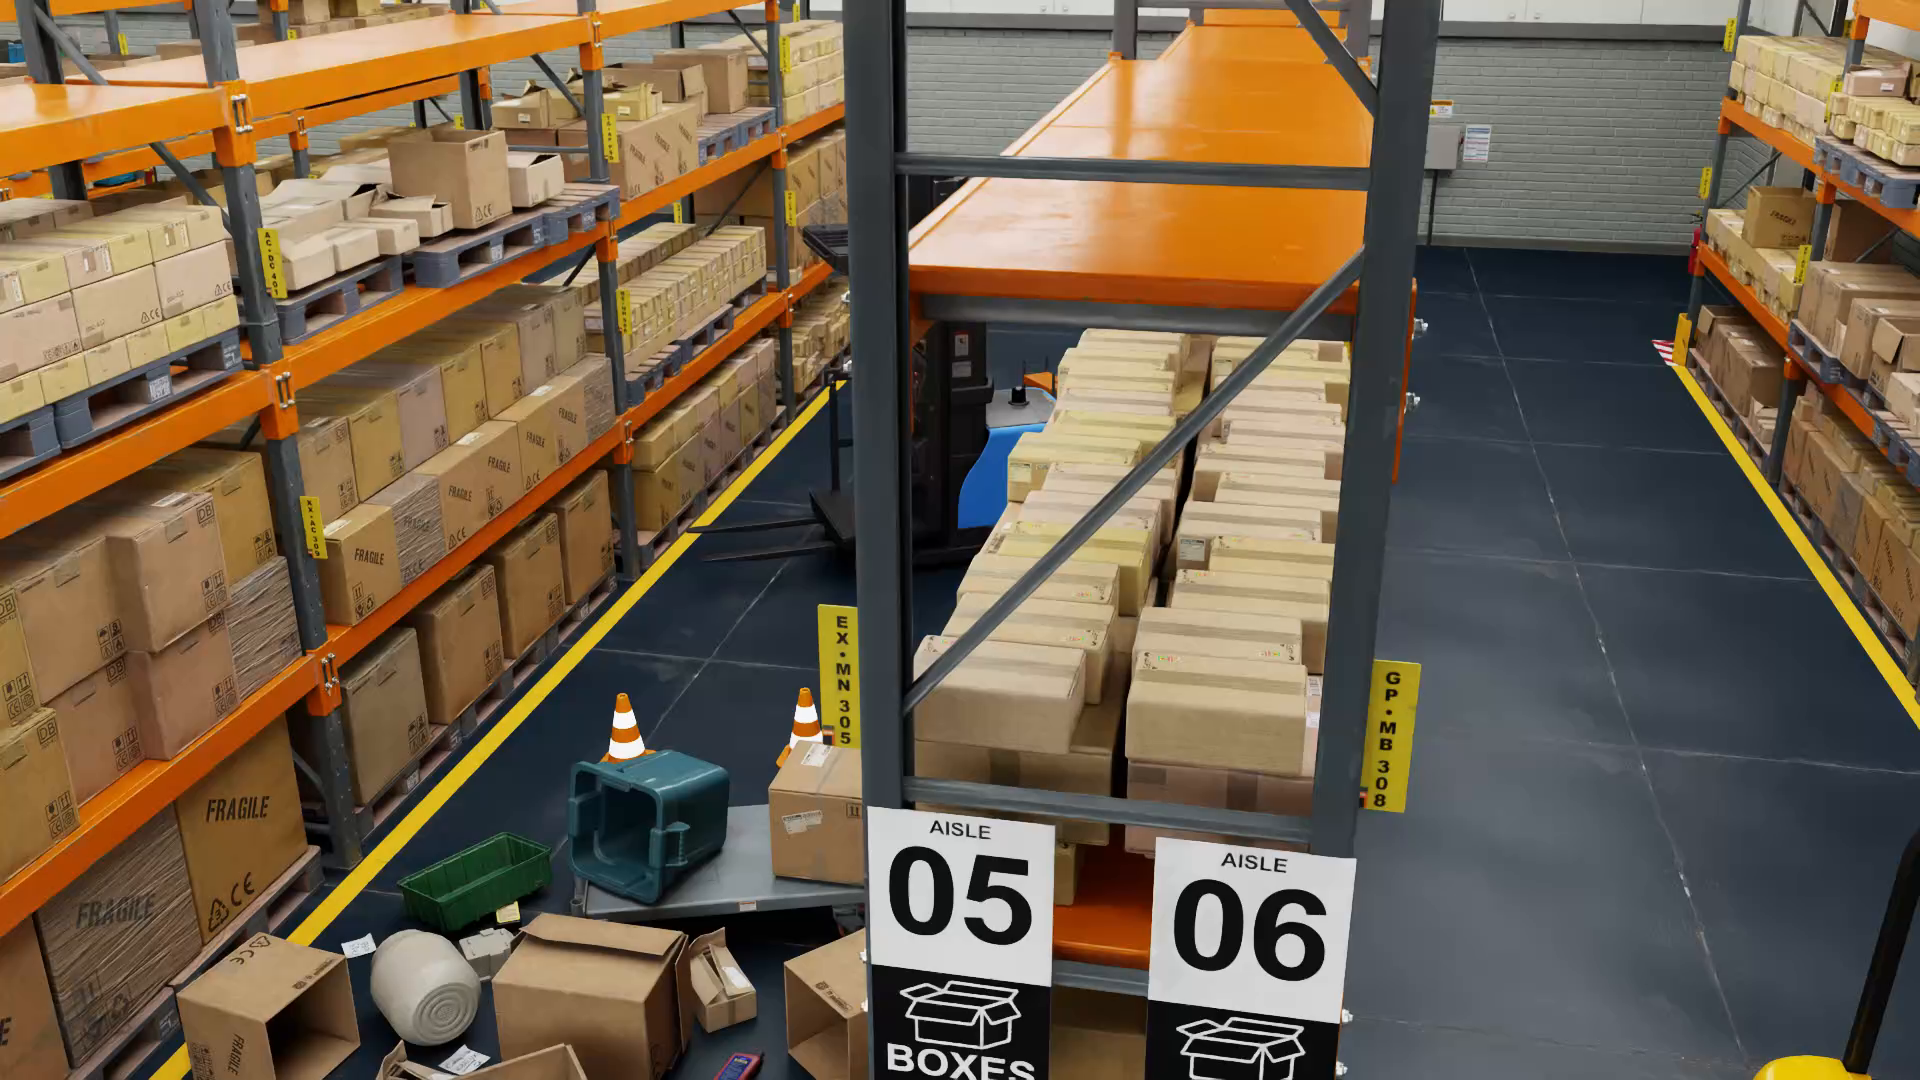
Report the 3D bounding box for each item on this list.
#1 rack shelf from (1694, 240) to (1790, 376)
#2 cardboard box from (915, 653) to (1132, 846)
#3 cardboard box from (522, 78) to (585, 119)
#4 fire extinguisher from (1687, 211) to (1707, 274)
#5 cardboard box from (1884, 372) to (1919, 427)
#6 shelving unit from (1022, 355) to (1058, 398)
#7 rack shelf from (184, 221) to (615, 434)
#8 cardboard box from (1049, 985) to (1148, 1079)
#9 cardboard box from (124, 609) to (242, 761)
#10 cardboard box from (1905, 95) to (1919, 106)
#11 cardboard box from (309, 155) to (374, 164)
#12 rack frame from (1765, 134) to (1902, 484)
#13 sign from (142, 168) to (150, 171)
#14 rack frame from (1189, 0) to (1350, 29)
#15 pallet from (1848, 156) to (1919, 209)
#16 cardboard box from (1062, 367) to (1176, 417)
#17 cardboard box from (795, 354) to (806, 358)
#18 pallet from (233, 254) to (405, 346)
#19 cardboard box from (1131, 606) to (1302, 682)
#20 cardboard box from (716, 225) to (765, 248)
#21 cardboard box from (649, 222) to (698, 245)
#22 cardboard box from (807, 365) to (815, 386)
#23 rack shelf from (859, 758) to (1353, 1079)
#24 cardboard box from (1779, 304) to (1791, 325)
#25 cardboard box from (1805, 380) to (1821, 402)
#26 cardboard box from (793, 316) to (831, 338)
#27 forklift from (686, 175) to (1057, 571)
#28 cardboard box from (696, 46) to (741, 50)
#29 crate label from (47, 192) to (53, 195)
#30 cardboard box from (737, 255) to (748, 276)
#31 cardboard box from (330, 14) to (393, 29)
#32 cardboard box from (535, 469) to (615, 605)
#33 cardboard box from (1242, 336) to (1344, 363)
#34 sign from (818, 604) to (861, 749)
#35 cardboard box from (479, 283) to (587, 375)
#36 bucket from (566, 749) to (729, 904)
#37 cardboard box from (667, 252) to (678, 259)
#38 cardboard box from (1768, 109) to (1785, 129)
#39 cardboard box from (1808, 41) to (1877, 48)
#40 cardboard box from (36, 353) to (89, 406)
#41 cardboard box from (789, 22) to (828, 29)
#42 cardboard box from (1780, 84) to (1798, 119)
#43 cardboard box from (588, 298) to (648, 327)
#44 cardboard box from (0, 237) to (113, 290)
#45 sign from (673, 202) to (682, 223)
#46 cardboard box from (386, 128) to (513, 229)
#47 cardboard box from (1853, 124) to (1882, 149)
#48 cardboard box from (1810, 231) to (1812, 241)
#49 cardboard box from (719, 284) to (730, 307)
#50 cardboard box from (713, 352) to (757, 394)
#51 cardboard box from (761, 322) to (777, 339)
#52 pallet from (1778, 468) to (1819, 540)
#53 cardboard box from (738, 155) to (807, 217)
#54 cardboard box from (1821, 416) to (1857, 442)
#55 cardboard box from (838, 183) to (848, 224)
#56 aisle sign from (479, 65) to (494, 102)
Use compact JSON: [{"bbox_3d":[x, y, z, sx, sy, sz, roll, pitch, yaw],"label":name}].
[{"bbox_3d":[8.014,-2.271,15.970,1.077,0.370,4.000,4,22,11],"label":"rack shelf"},{"bbox_3d":[0.138,0.471,3.986,0.500,0.250,0.500,4,22,10],"label":"cardboard box"},{"bbox_3d":[-3.019,-3.277,12.331,0.396,0.266,0.258,4,22,11],"label":"cardboard box"},{"bbox_3d":[8.000,-3.216,17.957,0.296,0.674,0.183,4,22,11],"label":"fire extinguisher"},{"bbox_3d":[6.688,-0.946,11.356,0.500,0.250,0.500,3,22,8],"label":"cardboard box"},{"bbox_3d":[0.748,-0.906,14.028,0.258,1.200,0.503,-11,24,-25],"label":"shelving unit"},{"bbox_3d":[-3.345,-1.454,9.926,1.077,0.370,4.000,4,22,11],"label":"rack shelf"},{"bbox_3d":[0.188,1.287,4.303,0.700,0.500,0.500,4,22,10],"label":"cardboard box"},{"bbox_3d":[-3.907,0.605,7.667,0.875,0.550,0.550,4,22,11],"label":"cardboard box"},{"bbox_3d":[7.659,-3.408,13.059,0.380,0.149,0.250,4,22,10],"label":"cardboard box"},{"bbox_3d":[-6.499,-3.757,17.496,0.500,0.500,0.500,4,22,11],"label":"cardboard box"},{"bbox_3d":[7.606,-1.873,14.019,1.000,3.000,0.127,4,22,11],"label":"rack frame"},{"bbox_3d":[-10.446,-4.886,21.281,0.100,0.325,0.005,4,22,11],"label":"sign"},{"bbox_3d":[1.930,-3.570,10.202,1.000,3.000,0.127,4,22,11],"label":"rack frame"},{"bbox_3d":[7.196,-2.565,11.973,1.213,0.211,1.003,4,22,11],"label":"pallet"},{"bbox_3d":[0.562,-0.497,5.856,0.380,0.149,0.250,4,22,9],"label":"cardboard box"},{"bbox_3d":[-1.770,-1.808,16.715,0.380,0.149,0.250,5,22,11],"label":"cardboard box"},{"bbox_3d":[-3.614,-1.306,8.853,0.805,0.209,1.217,4,22,9],"label":"pallet"},{"bbox_3d":[0.605,0.286,3.912,0.380,0.149,0.250,4,22,11],"label":"cardboard box"},{"bbox_3d":[-2.011,-2.783,15.257,0.380,0.149,0.250,5,23,13],"label":"cardboard box"},{"bbox_3d":[-2.651,-2.836,15.387,0.380,0.149,0.250,6,23,14],"label":"cardboard box"},{"bbox_3d":[-1.677,-1.669,16.766,0.380,0.149,0.250,5,22,13],"label":"cardboard box"},{"bbox_3d":[0.705,0.350,5.449,1.077,0.370,4.000,4,22,11],"label":"rack shelf"},{"bbox_3d":[7.456,-1.989,14.644,0.380,0.149,0.250,5,22,12],"label":"cardboard box"},{"bbox_3d":[7.332,-1.232,13.944,0.380,0.149,0.250,4,22,10],"label":"cardboard box"},{"bbox_3d":[-1.567,-2.225,17.352,0.380,0.149,0.250,5,22,12],"label":"cardboard box"},{"bbox_3d":[-0.600,-1.287,12.657,3.031,2.935,1.130,-7,23,-17],"label":"forklift"},{"bbox_3d":[-2.280,-4.562,15.678,0.380,0.149,0.250,5,22,12],"label":"cardboard box"},{"bbox_3d":[-11.083,-4.231,20.146,0.396,0.136,0.243,4,22,11],"label":"crate label"},{"bbox_3d":[-2.115,-2.459,14.851,0.380,0.149,0.250,5,23,13],"label":"cardboard box"},{"bbox_3d":[-6.495,-5.352,17.812,0.700,0.500,0.500,5,23,13],"label":"cardboard box"},{"bbox_3d":[-3.149,-0.063,11.974,1.050,0.750,0.750,4,22,10],"label":"cardboard box"},{"bbox_3d":[1.285,-0.735,6.449,0.380,0.149,0.250,4,22,10],"label":"cardboard box"},{"bbox_3d":[-0.242,0.287,3.456,0.100,0.325,0.005,4,22,11],"label":"sign"},{"bbox_3d":[-3.038,-1.474,11.557,0.700,0.500,0.500,4,22,11],"label":"cardboard box"},{"bbox_3d":[-1.524,1.374,8.304,0.726,0.611,0.620,13,15,29],"label":"bucket"},{"bbox_3d":[-2.754,-2.508,14.973,0.380,0.149,0.250,5,22,12],"label":"cardboard box"},{"bbox_3d":[7.675,-3.867,15.292,0.380,0.149,0.250,5,22,12],"label":"cardboard box"},{"bbox_3d":[8.498,-4.654,16.042,0.500,0.250,0.500,4,22,9],"label":"cardboard box"},{"bbox_3d":[-3.721,-0.652,6.612,0.380,0.149,0.250,5,22,12],"label":"cardboard box"},{"bbox_3d":[-1.663,-5.599,18.254,0.380,0.149,0.250,5,23,13],"label":"cardboard box"},{"bbox_3d":[7.671,-3.906,14.854,0.500,0.250,0.500,5,22,12],"label":"cardboard box"},{"bbox_3d":[-2.601,-1.734,12.653,0.380,0.149,0.250,4,22,9],"label":"cardboard box"},{"bbox_3d":[-3.670,-1.117,6.700,0.380,0.149,0.250,5,22,12],"label":"cardboard box"},{"bbox_3d":[-2.653,-3.031,15.735,0.100,0.325,0.005,4,22,11],"label":"sign"},{"bbox_3d":[-3.017,-2.149,9.861,0.500,0.500,0.500,4,22,11],"label":"cardboard box"},{"bbox_3d":[6.978,-3.032,12.522,0.380,0.149,0.250,5,22,12],"label":"cardboard box"},{"bbox_3d":[8.376,-2.847,16.239,0.500,0.250,0.500,5,23,13],"label":"cardboard box"},{"bbox_3d":[-2.216,-2.128,14.428,0.380,0.149,0.250,3,22,9],"label":"cardboard box"},{"bbox_3d":[-2.143,-1.495,14.861,0.500,0.250,0.500,6,23,13],"label":"cardboard box"},{"bbox_3d":[-2.116,-2.166,17.204,0.380,0.149,0.250,5,23,13],"label":"cardboard box"},{"bbox_3d":[7.477,-0.279,13.795,1.003,0.211,1.213,4,22,11],"label":"pallet"},{"bbox_3d":[-1.790,-3.385,15.903,0.500,0.500,0.500,5,22,12],"label":"cardboard box"},{"bbox_3d":[7.250,-0.896,13.510,0.380,0.149,0.250,3,22,8],"label":"cardboard box"},{"bbox_3d":[-1.460,-3.498,17.522,0.500,0.500,0.500,6,23,14],"label":"cardboard box"},{"bbox_3d":[-5.831,-5.678,19.986,0.394,0.787,0.004,4,22,11],"label":"aisle sign"}]
